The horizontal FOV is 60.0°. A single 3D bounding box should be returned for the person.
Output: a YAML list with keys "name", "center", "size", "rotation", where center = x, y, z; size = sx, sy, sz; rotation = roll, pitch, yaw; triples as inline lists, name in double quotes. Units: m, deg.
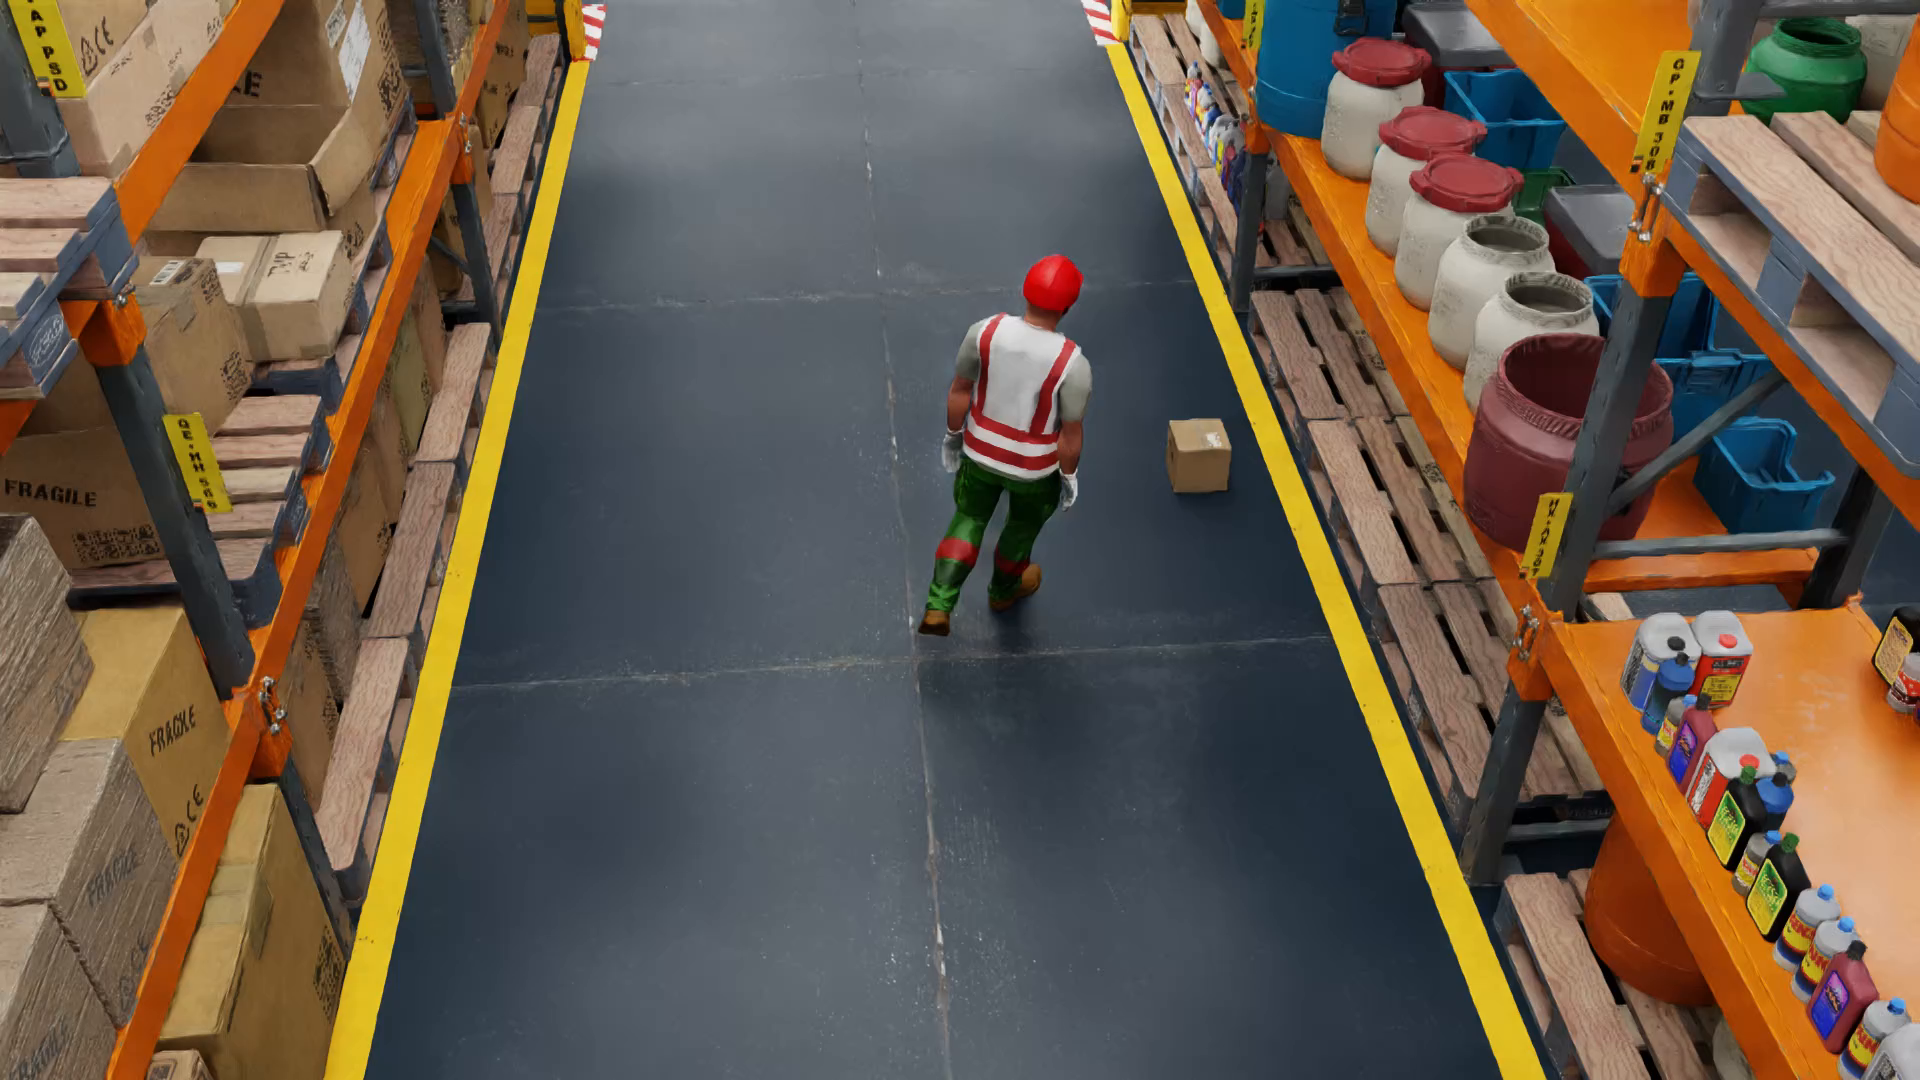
- name: "person"
  center: [0.193, -0.297, 6.512]
  size: [0.602, 1.764, 0.793]
  rotation: [19, 42, 22]
